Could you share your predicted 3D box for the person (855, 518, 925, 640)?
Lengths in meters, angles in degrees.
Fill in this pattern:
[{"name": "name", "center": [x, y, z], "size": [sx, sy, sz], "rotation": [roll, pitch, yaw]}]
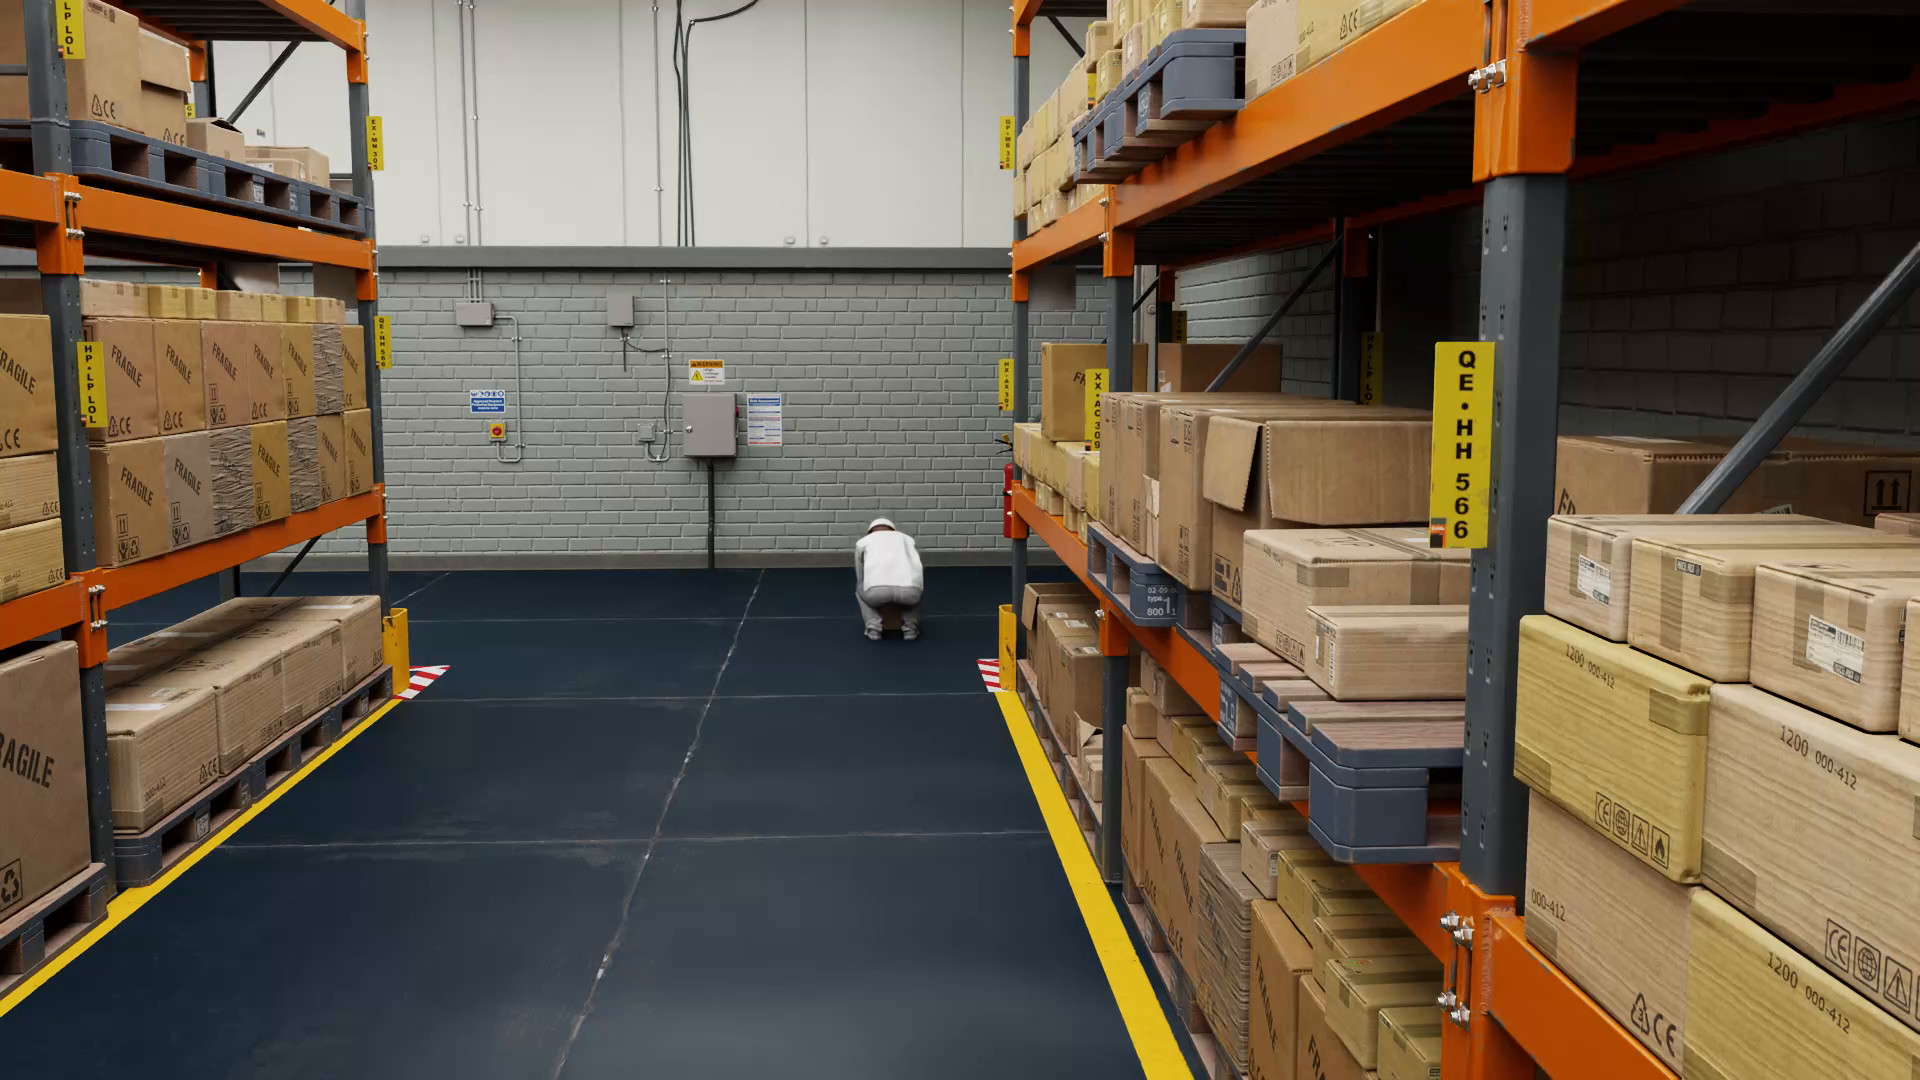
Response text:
[{"name": "person", "center": [-0.529, 0.303, 12.602], "size": [0.529, 0.869, 0.928], "rotation": [0, 7, -4]}]
